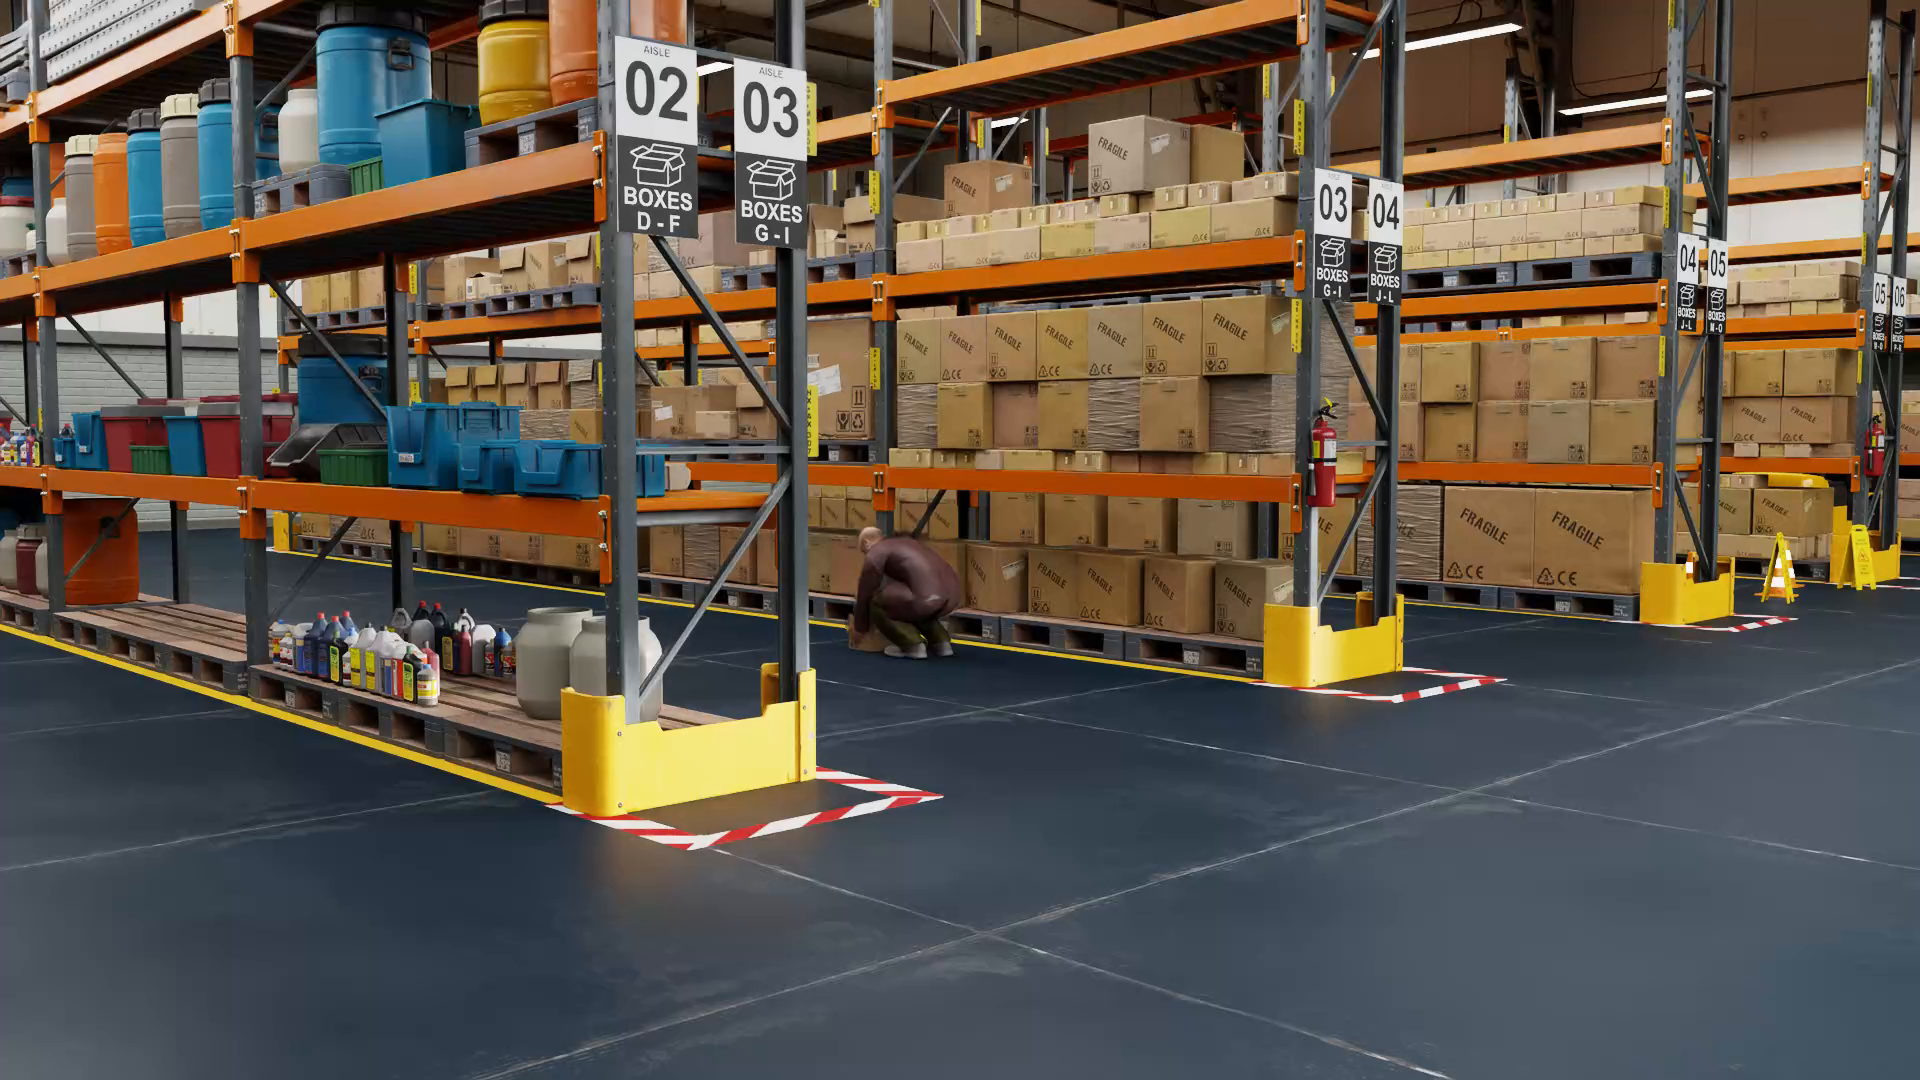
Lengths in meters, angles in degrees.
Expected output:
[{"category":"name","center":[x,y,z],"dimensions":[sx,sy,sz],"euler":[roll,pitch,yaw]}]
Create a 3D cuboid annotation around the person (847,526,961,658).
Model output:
[{"category":"person","center":[-0.392,0.365,11.838],"dimensions":[0.604,0.904,0.915],"euler":[-4,5,-43]}]
